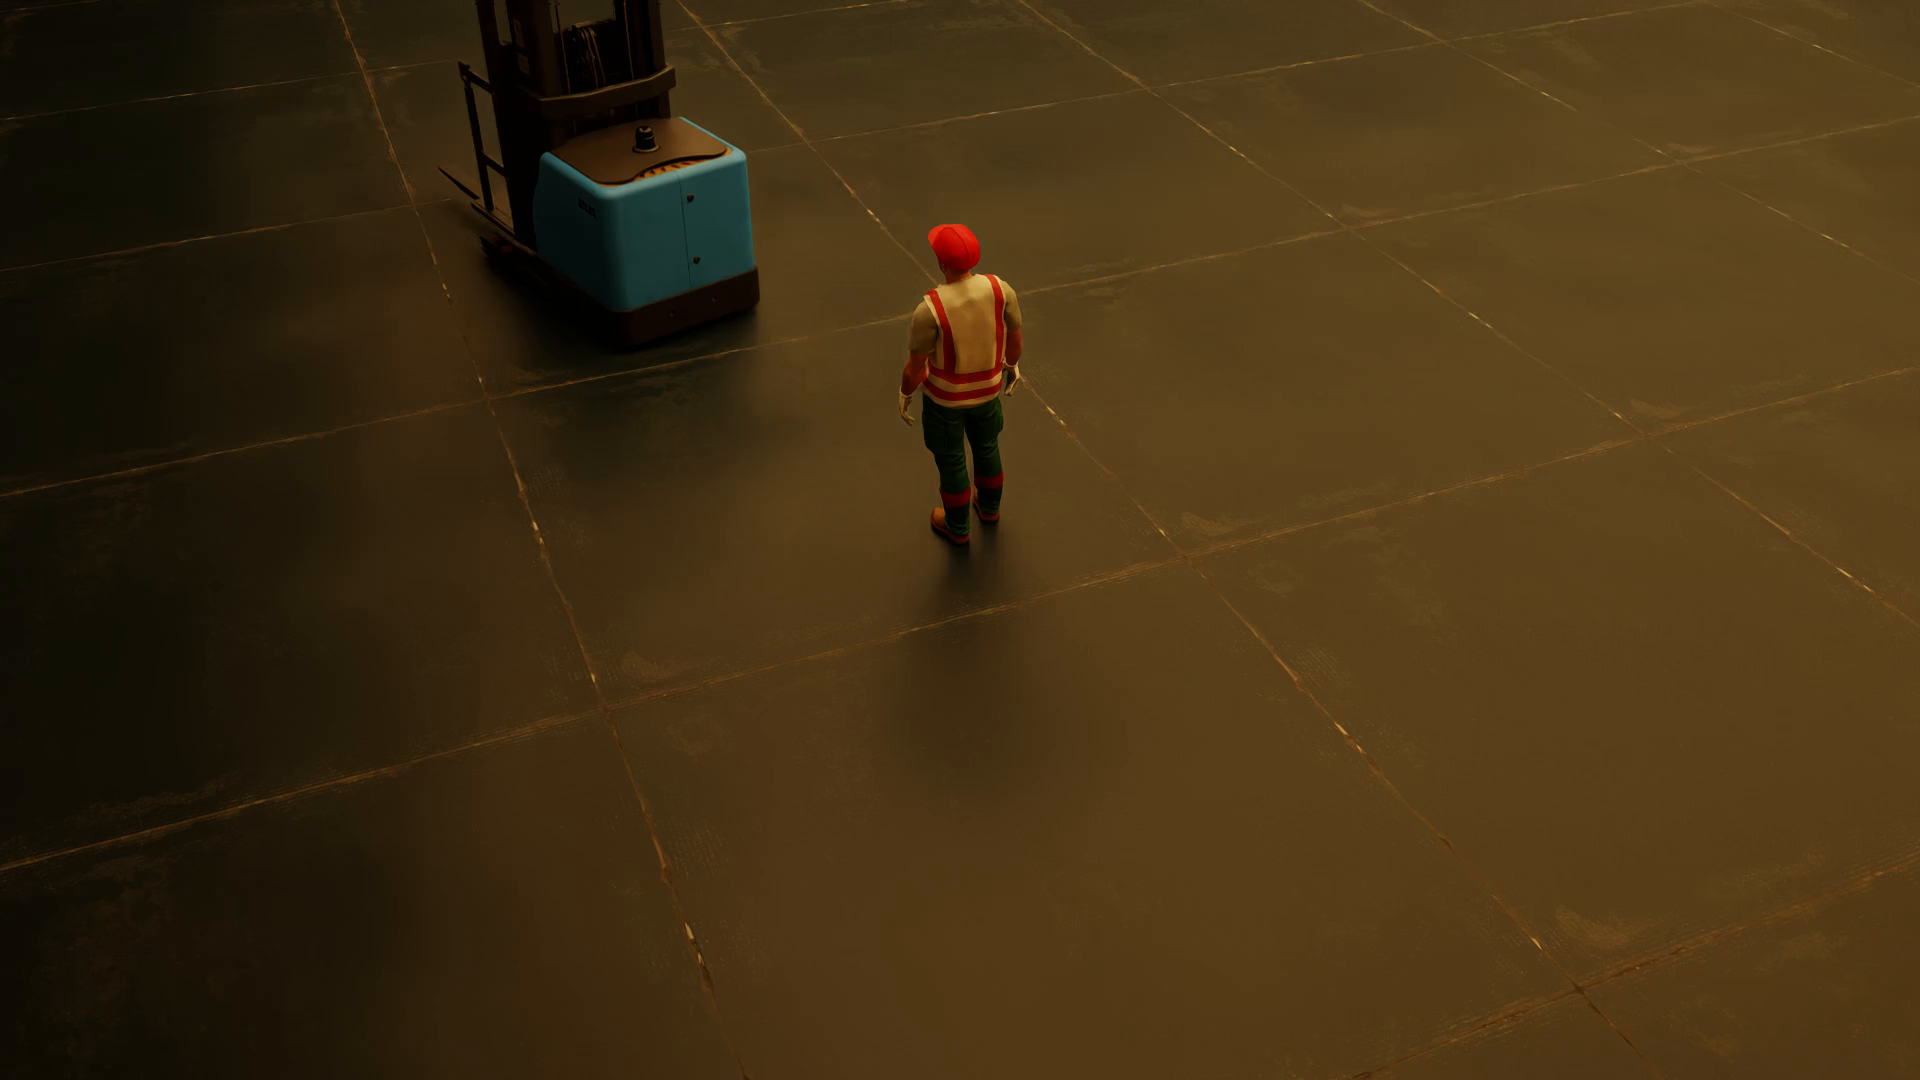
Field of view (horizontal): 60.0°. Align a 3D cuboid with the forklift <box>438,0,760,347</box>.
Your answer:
[{"bbox_3d":[-2.590,-3.167,10.553,1.130,2.935,3.031,-25,42,-30],"label":"forklift"}]

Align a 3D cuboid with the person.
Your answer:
[{"bbox_3d":[-0.020,-0.781,8.169,0.637,1.787,0.564,-14,38,-19],"label":"person"}]
